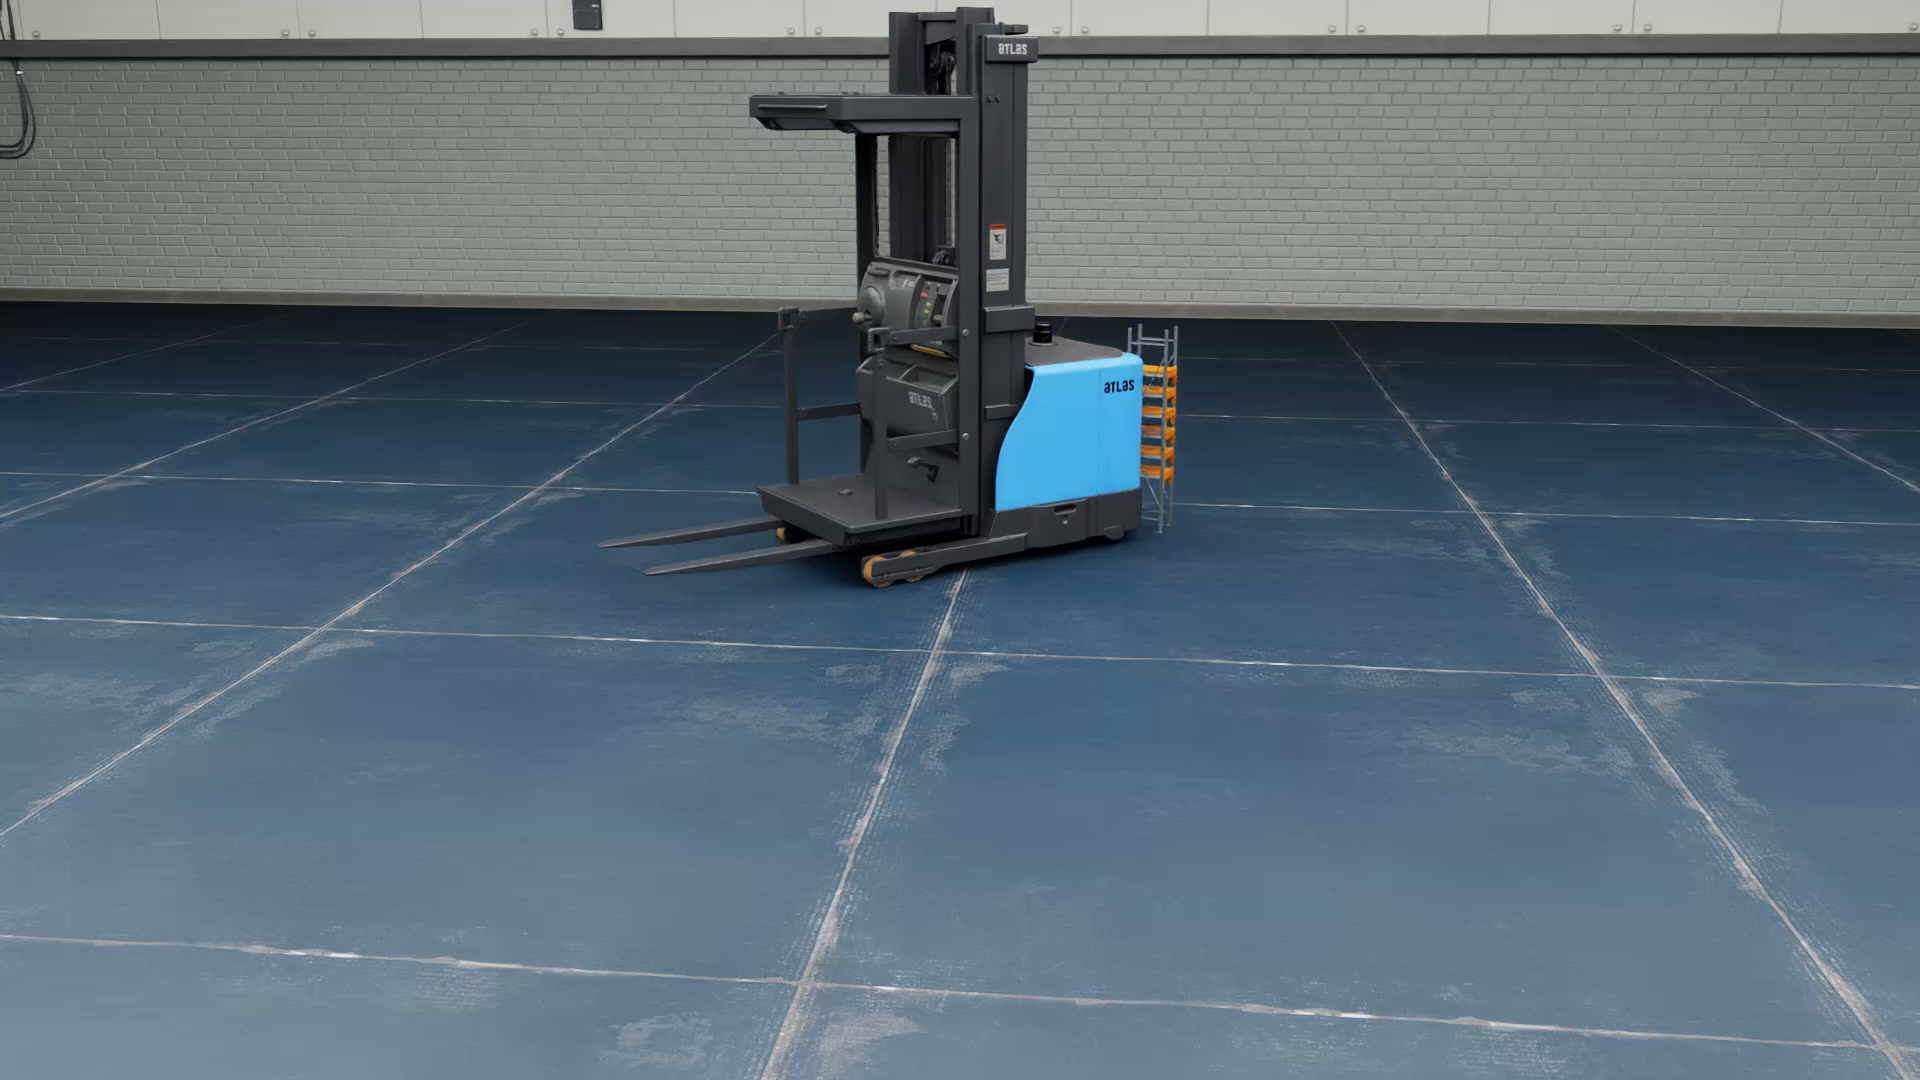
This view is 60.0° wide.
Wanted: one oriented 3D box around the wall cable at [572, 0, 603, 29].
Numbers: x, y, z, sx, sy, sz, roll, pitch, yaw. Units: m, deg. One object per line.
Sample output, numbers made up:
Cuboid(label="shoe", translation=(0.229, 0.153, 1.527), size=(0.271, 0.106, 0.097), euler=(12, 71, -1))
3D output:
Cuboid(label="wall cable", translation=(-3.248, -8.693, 18.057), size=(2.305, 6.003, 0.169), euler=(2, 15, 6))

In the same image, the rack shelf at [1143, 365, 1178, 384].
Cuboid(label="rack shelf", translation=(1.118, -0.958, 9.698), size=(0.258, 0.103, 0.180), euler=(7, 16, 24))

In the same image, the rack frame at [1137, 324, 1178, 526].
Cuboid(label="rack frame", translation=(1.156, -0.675, 9.860), size=(0.240, 1.200, 0.006), euler=(7, 16, 24))

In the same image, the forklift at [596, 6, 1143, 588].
Cuboid(label="forklift", translation=(-0.459, -1.319, 8.926), size=(3.031, 2.935, 1.130), euler=(-10, 18, -32))

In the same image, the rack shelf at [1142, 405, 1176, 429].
Cuboid(label="rack shelf", translation=(1.118, -0.727, 9.760), size=(0.258, 0.103, 0.180), euler=(7, 16, 24))

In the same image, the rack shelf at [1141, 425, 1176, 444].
Cuboid(label="rack shelf", translation=(1.118, -0.611, 9.791), size=(0.258, 0.103, 0.180), euler=(7, 16, 24))

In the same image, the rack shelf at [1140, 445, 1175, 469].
Cuboid(label="rack shelf", translation=(1.118, -0.495, 9.823), size=(0.258, 0.103, 0.180), euler=(7, 16, 24))

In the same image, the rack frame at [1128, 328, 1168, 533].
Cuboid(label="rack frame", translation=(1.080, -0.632, 9.699), size=(0.240, 1.200, 0.006), euler=(7, 16, 24))

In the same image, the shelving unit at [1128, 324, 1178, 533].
Cuboid(label="shelving unit", translation=(1.118, -0.654, 9.780), size=(0.258, 1.200, 0.189), euler=(7, 16, 24))

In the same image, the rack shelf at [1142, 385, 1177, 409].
Cuboid(label="rack shelf", translation=(1.118, -0.842, 9.729), size=(0.258, 0.103, 0.180), euler=(7, 16, 24))

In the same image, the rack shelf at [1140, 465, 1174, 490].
Cuboid(label="rack shelf", translation=(1.118, -0.379, 9.854), size=(0.258, 0.103, 0.180), euler=(7, 16, 24))

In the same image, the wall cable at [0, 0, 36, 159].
Cuboid(label="wall cable", translation=(-12.679, -5.837, 19.956), size=(3.097, 2.526, 0.112), euler=(2, 15, 6))
